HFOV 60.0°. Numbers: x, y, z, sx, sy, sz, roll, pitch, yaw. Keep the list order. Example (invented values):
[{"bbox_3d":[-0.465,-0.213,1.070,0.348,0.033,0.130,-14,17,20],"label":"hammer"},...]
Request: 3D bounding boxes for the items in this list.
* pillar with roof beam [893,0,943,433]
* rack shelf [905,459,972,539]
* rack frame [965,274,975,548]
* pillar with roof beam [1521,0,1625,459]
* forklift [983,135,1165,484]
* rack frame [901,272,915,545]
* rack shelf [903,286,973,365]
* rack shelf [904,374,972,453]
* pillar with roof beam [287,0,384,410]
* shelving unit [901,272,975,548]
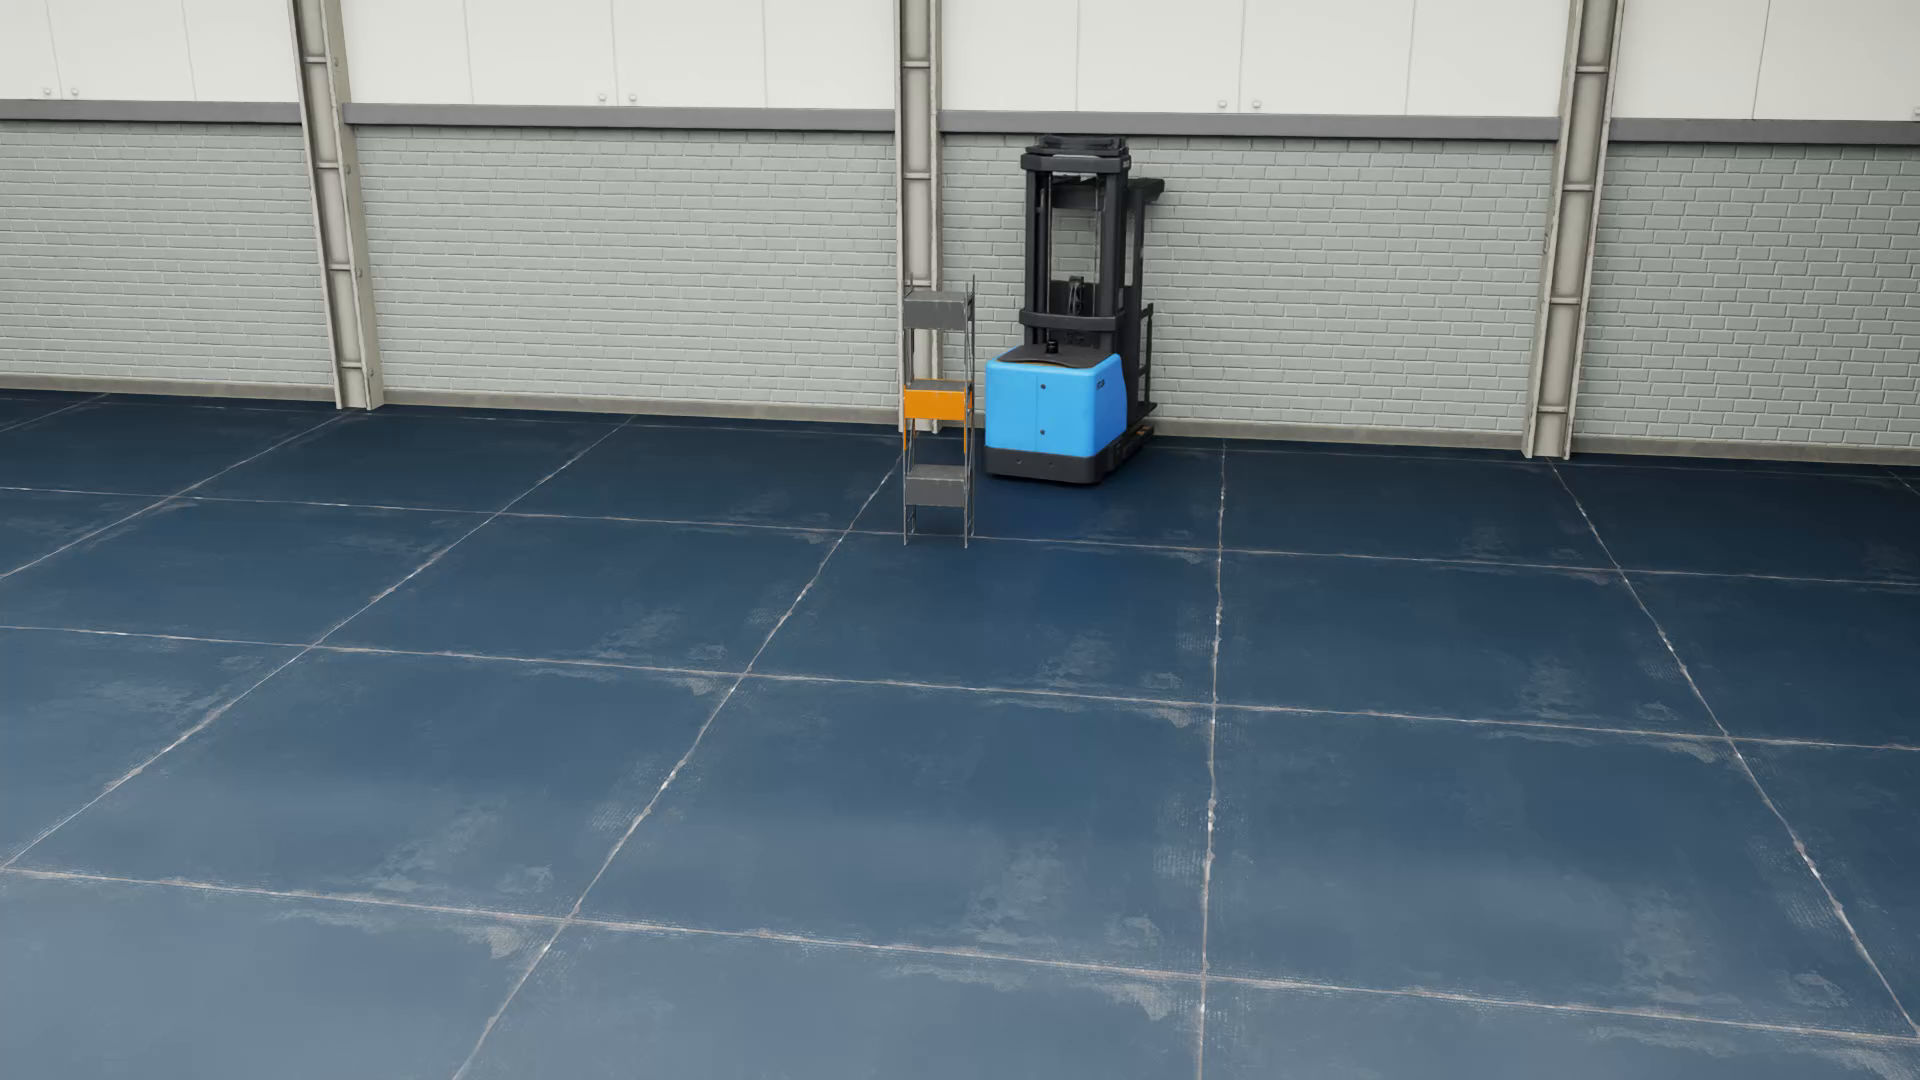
[{"bbox_3d":[-1.073,-4.033,11.173,0.400,9.000,9.100,3,19,9],"label":"pillar with roof beam"},{"bbox_3d":[-0.163,-0.327,13.221,0.480,0.518,0.431,3,19,9],"label":"rack shelf"},{"bbox_3d":[0.077,-0.992,12.958,0.015,2.100,0.400,3,19,9],"label":"rack frame"},{"bbox_3d":[4.851,-3.731,10.271,0.400,9.000,9.100,3,19,9],"label":"pillar with roof beam"},{"bbox_3d":[1.238,-2.311,15.590,1.130,2.935,3.031,7,20,21],"label":"forklift"},{"bbox_3d":[-0.404,-1.016,13.032,0.015,2.100,0.400,3,19,9],"label":"rack frame"},{"bbox_3d":[-0.163,-1.655,12.777,0.480,0.518,0.431,3,19,9],"label":"rack shelf"},{"bbox_3d":[-0.163,-0.991,12.999,0.480,0.518,0.431,3,19,9],"label":"rack shelf"},{"bbox_3d":[-6.997,-4.334,12.076,0.400,9.000,9.100,3,19,9],"label":"pillar with roof beam"},{"bbox_3d":[-0.163,-1.004,12.995,0.503,2.100,0.431,3,19,9],"label":"shelving unit"}]
